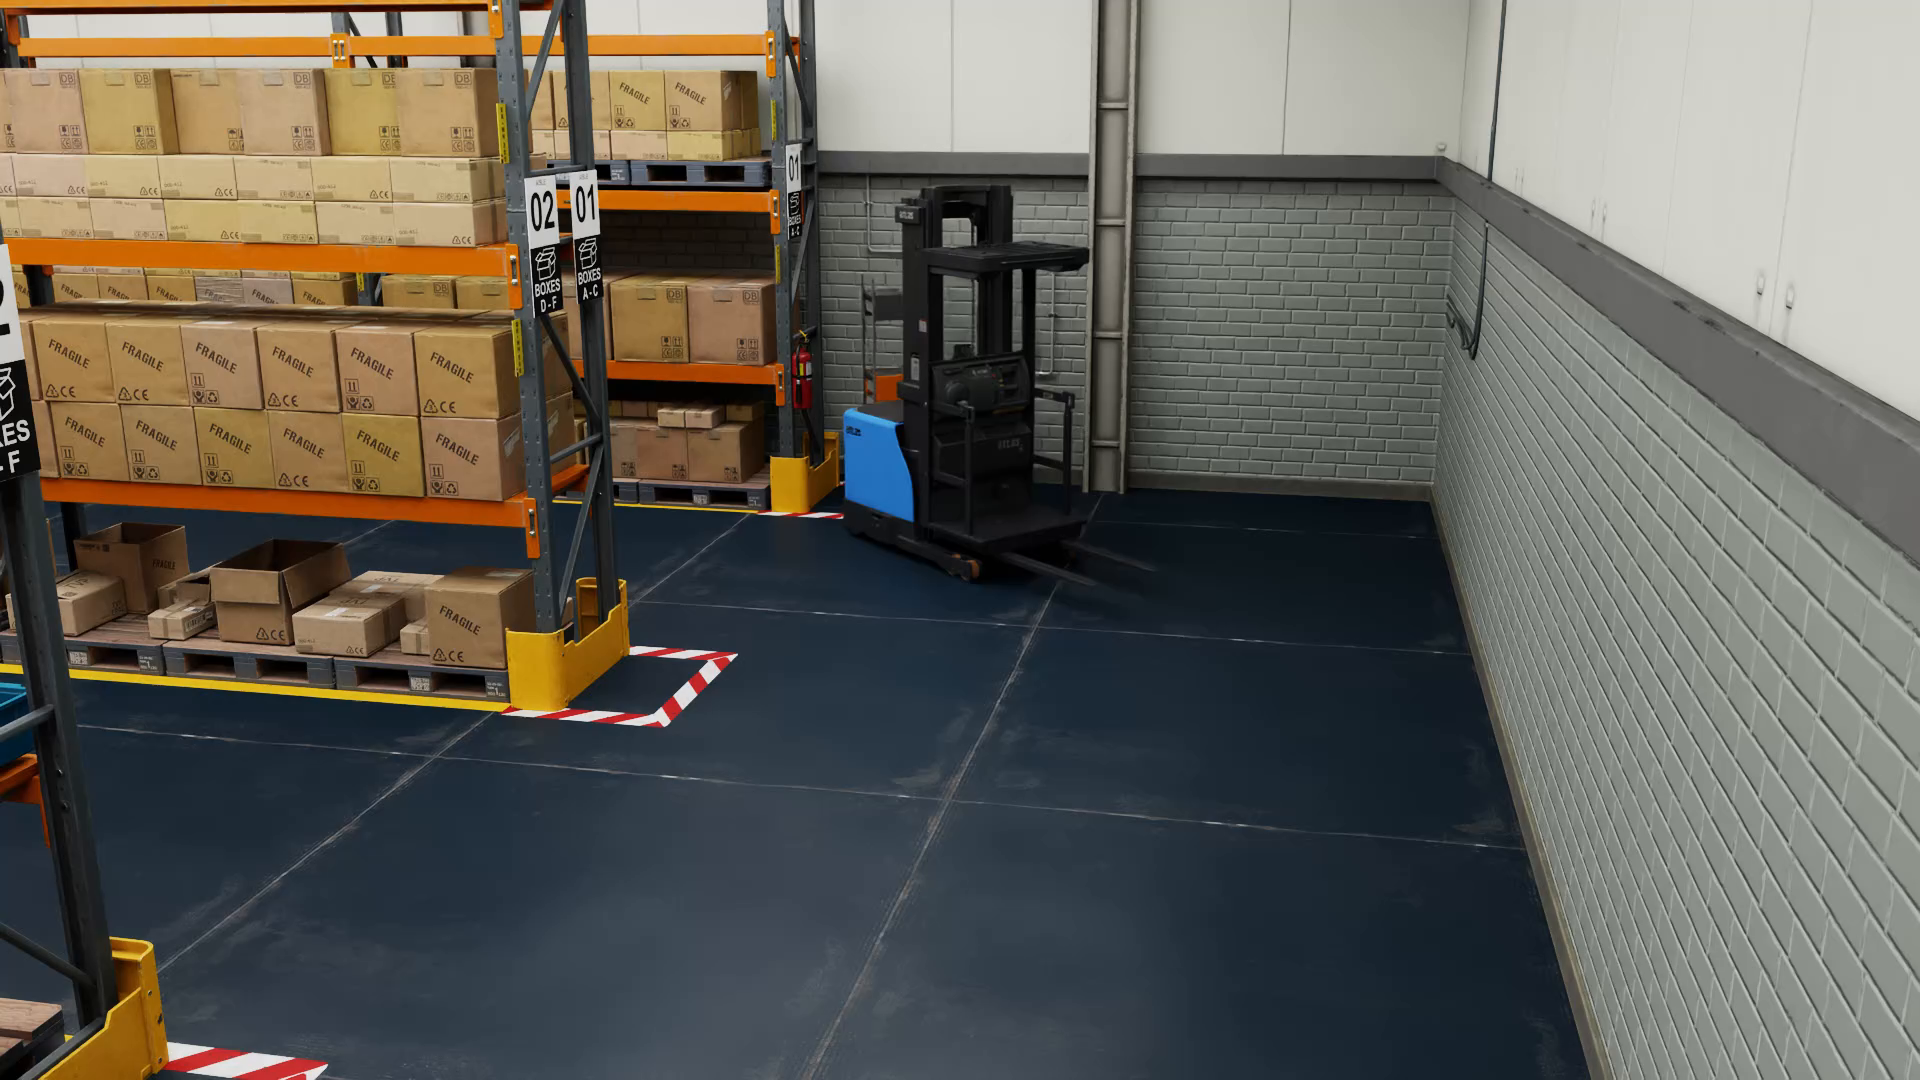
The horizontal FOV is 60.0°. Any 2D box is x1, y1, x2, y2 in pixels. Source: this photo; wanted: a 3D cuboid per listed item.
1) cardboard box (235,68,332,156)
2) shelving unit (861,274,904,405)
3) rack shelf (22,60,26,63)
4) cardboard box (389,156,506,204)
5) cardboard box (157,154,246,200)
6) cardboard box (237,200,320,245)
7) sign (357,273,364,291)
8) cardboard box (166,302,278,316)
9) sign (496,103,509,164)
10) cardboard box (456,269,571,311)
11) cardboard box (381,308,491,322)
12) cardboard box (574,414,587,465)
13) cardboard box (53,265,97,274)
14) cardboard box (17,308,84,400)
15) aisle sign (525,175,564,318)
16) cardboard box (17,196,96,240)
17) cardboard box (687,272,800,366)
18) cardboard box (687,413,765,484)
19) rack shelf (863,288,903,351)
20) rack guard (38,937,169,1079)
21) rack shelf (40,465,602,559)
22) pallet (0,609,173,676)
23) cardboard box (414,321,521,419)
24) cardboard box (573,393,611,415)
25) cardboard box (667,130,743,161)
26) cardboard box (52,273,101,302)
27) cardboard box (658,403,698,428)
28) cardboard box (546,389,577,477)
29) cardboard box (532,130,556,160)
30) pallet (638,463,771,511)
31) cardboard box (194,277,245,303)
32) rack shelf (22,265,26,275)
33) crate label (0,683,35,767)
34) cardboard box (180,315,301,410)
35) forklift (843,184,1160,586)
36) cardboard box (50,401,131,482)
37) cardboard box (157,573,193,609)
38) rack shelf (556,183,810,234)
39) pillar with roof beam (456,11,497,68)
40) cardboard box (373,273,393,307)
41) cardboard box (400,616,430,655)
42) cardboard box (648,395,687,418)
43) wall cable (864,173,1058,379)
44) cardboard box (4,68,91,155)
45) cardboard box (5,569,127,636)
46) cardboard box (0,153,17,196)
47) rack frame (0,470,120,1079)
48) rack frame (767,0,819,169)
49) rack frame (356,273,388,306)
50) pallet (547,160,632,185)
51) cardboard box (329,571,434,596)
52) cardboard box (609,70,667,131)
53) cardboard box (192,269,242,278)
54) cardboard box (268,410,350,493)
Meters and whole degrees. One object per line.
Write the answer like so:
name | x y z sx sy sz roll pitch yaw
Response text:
cardboard box | -3.920 -2.593 10.055 0.500 0.500 0.700 3 16 11
shelving unit | -0.563 -1.282 14.685 0.503 2.100 0.431 -5 16 -17
rack shelf | -11.245 -4.727 16.296 4.000 0.370 1.077 3 16 11
cardboard box | -2.983 -2.122 9.759 0.500 0.250 0.500 3 16 11
cardboard box | -4.453 -2.201 10.044 0.500 0.250 0.500 3 16 11
cardboard box | -3.965 -1.931 10.007 0.500 0.250 0.500 3 16 11
sign | -5.463 -2.433 15.137 0.005 0.325 0.100 3 16 11
cardboard box | -4.805 -1.277 10.924 0.500 0.500 0.500 3 16 12
sign | -2.559 -2.275 9.309 0.005 0.325 0.100 3 16 11
cardboard box | -4.122 -2.127 15.490 0.700 0.700 0.980 3 16 10
cardboard box | -3.325 -1.196 10.629 0.500 0.500 0.500 3 16 12
cardboard box | -3.658 -0.932 15.632 0.500 0.500 0.700 3 16 12
cardboard box | -8.364 -2.711 15.974 0.500 0.250 0.500 3 16 10
cardboard box | -5.943 -1.191 10.613 0.500 0.500 0.500 4 16 13
aisle sign | -2.423 -1.716 9.698 0.004 0.787 0.394 3 16 11
cardboard box | -5.432 -2.015 10.309 0.500 0.250 0.500 3 16 11
cardboard box | -1.947 -2.012 15.075 0.700 0.700 0.980 4 16 14
cardboard box | -2.151 -0.852 15.344 0.500 0.500 0.700 3 16 11
rack shelf | -0.564 -1.944 14.503 0.480 0.518 0.431 -5 16 -17
rack guard | -3.393 1.951 6.012 0.348 0.500 1.175 3 16 11
rack shelf | -4.388 -0.307 10.828 4.000 0.370 1.077 3 16 11
pallet | -5.676 0.621 11.356 1.213 0.211 1.003 3 16 11
cardboard box | -2.920 -1.029 10.027 0.500 0.500 0.500 3 16 11
cardboard box | -3.479 -1.291 15.714 0.250 0.149 0.380 3 16 10
cardboard box | -2.216 -3.437 14.467 0.500 0.250 0.500 4 16 13
cardboard box | -8.348 -2.347 16.063 0.500 0.500 0.500 4 16 13
cardboard box | -2.564 -1.137 15.159 0.250 0.149 0.380 4 16 13
cardboard box | -2.811 -0.688 10.669 0.500 0.500 0.500 3 16 12
cardboard box | -3.740 -3.518 14.761 0.500 0.250 0.500 3 16 10
pallet | -2.244 -0.521 15.479 1.213 0.211 1.003 3 16 11
cardboard box | -6.860 -2.269 15.783 0.500 0.500 0.500 3 16 11
rack shelf | -8.308 -1.965 11.196 4.000 0.370 1.077 3 16 11
crate label | -3.596 0.701 6.043 0.303 0.233 0.416 3 16 11
cardboard box | -4.427 -1.109 10.317 0.500 0.500 0.500 4 16 13
forklift | 0.301 -1.244 12.991 1.130 2.935 3.031 -12 19 -36
cardboard box | -5.401 -0.683 10.652 0.500 0.500 0.500 3 16 12
cardboard box | -5.354 0.362 11.581 0.250 0.149 0.380 3 16 11
rack shelf | -3.405 -3.048 15.106 4.000 0.370 1.077 3 16 11
pillar with roof beam | -5.364 -4.010 11.611 0.400 9.000 9.100 3 16 11
cardboard box | -5.765 -2.347 16.066 0.500 0.500 0.500 3 16 9
cardboard box | -3.389 0.597 10.702 0.250 0.166 0.380 3 16 11
cardboard box | -2.730 -1.250 15.568 0.250 0.149 0.380 3 16 12
wall cable | -0.002 -2.512 15.539 1.851 1.984 0.084 3 16 11
cardboard box | -5.403 -2.656 10.282 0.500 0.500 0.700 3 16 11
cardboard box | -5.980 0.403 11.131 0.500 0.311 0.500 3 16 11
cardboard box | -5.921 -2.283 10.341 0.500 0.250 0.500 3 16 11
rack frame | -3.419 0.749 5.671 0.127 3.000 1.000 3 16 11
rack frame | -1.445 -4.734 14.226 0.127 3.000 1.000 3 16 11
rack frame | -5.365 -2.056 15.795 0.127 3.000 1.000 3 16 11
pallet | -3.373 -3.347 15.003 1.213 0.211 1.003 3 16 11
cardboard box | -3.885 0.410 11.221 0.500 0.250 0.500 3 16 11
cardboard box | -2.705 -3.825 14.466 0.500 0.500 0.500 4 16 13
cardboard box | -6.873 -2.633 15.693 0.500 0.250 0.500 3 16 12
cardboard box | -3.919 -0.603 10.361 0.500 0.500 0.500 3 16 12
